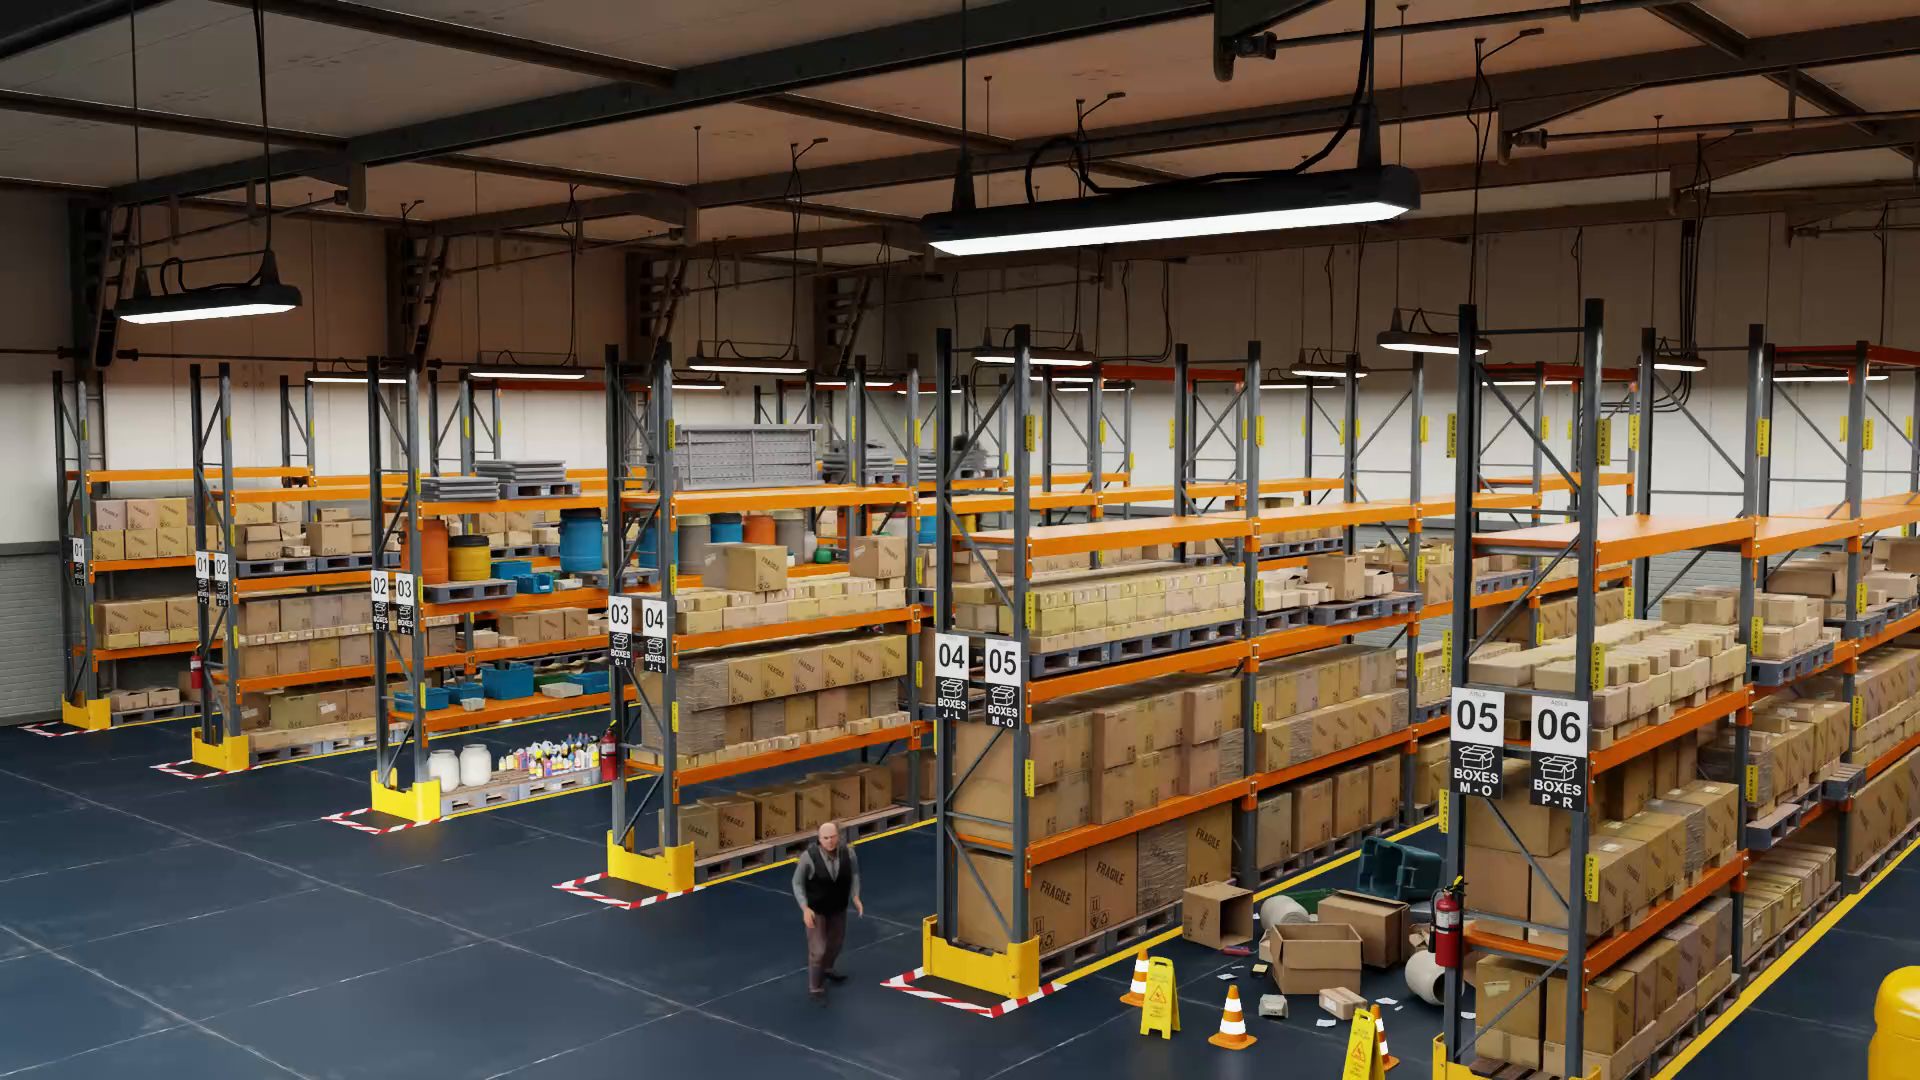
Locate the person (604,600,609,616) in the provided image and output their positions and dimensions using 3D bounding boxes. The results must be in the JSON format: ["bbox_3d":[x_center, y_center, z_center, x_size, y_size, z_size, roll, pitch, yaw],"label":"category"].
[{"bbox_3d":[-6.848,1.961,33.285,0.577,1.621,0.791,2,5,24],"label":"person"}]

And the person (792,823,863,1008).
[{"bbox_3d":[-1.191,3.282,14.809,0.694,1.669,0.819,-3,5,-32],"label":"person"}]
